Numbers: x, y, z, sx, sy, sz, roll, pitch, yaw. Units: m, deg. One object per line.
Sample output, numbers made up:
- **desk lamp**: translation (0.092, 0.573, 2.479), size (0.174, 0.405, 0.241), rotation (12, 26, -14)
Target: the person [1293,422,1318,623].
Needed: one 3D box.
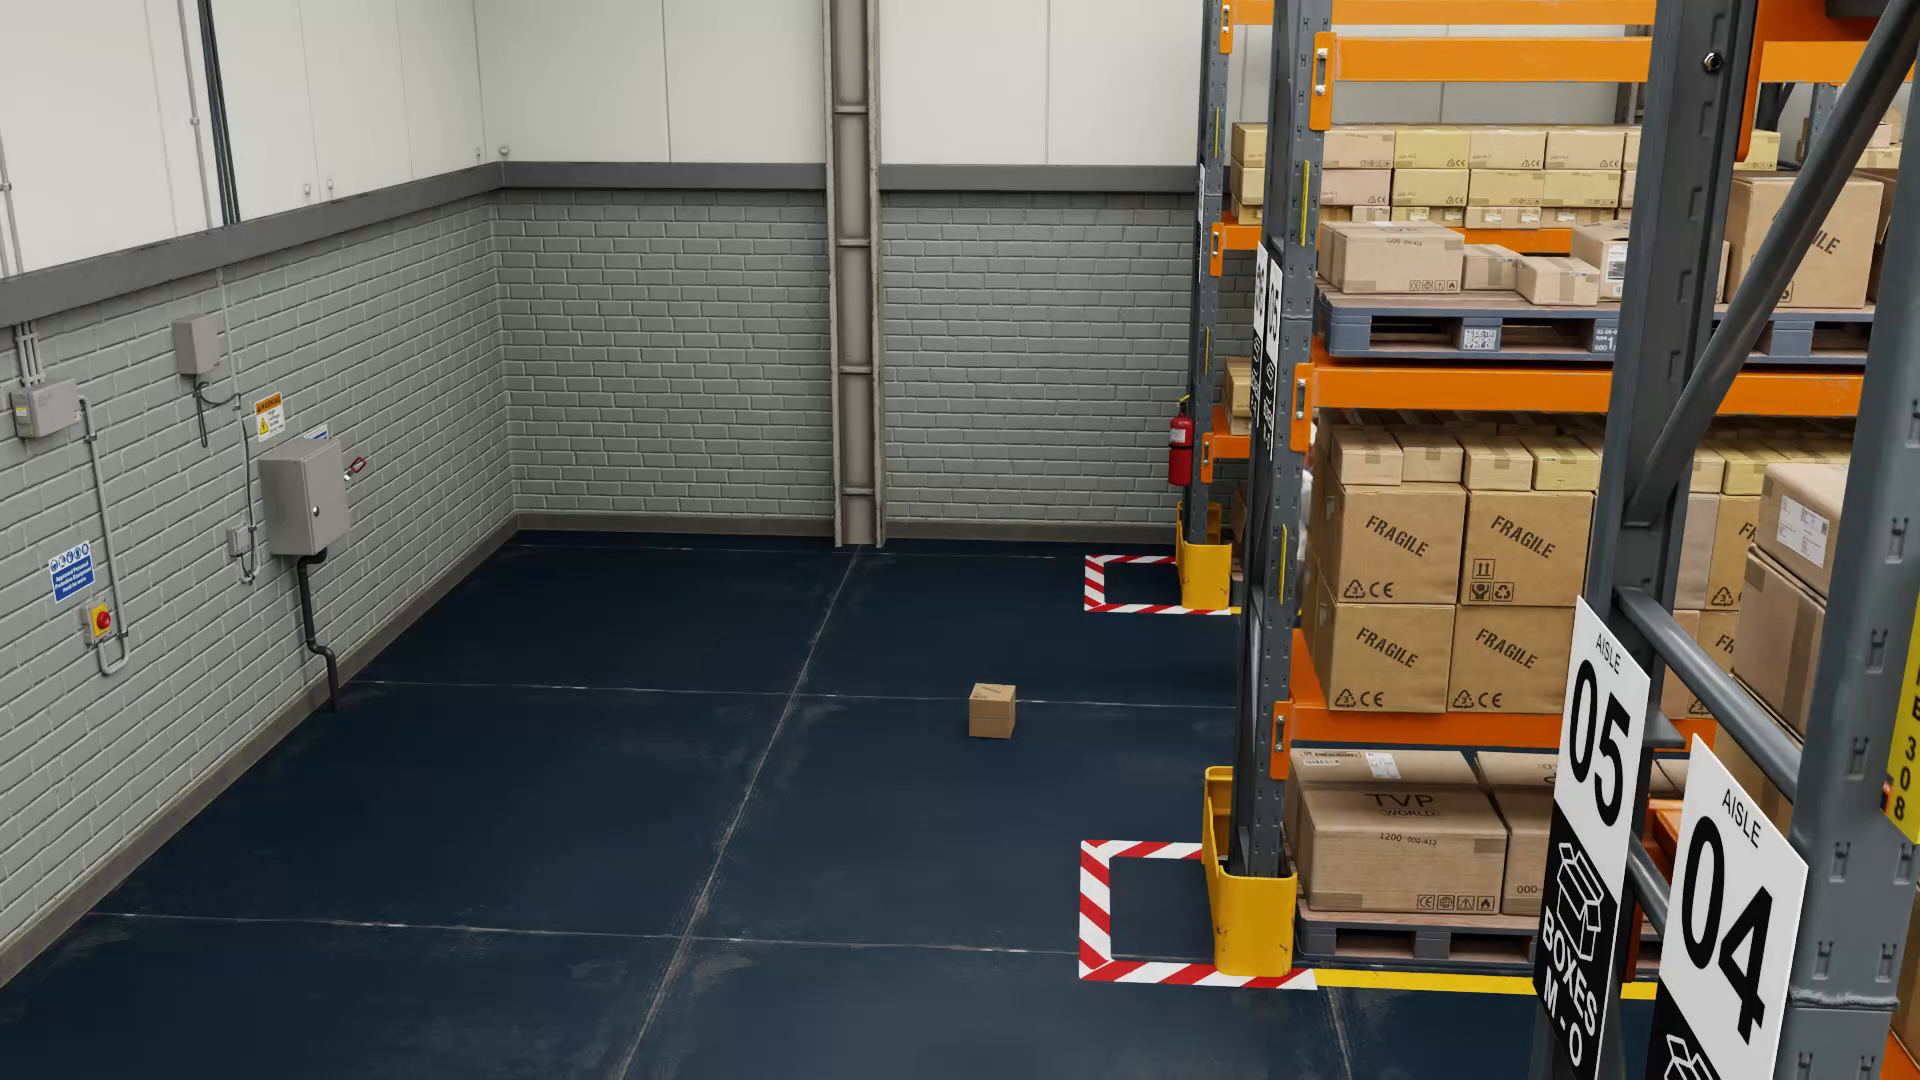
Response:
- **person**: translation (2.302, 0.082, 10.684), size (0.965, 1.723, 0.569), rotation (0, 17, 1)
